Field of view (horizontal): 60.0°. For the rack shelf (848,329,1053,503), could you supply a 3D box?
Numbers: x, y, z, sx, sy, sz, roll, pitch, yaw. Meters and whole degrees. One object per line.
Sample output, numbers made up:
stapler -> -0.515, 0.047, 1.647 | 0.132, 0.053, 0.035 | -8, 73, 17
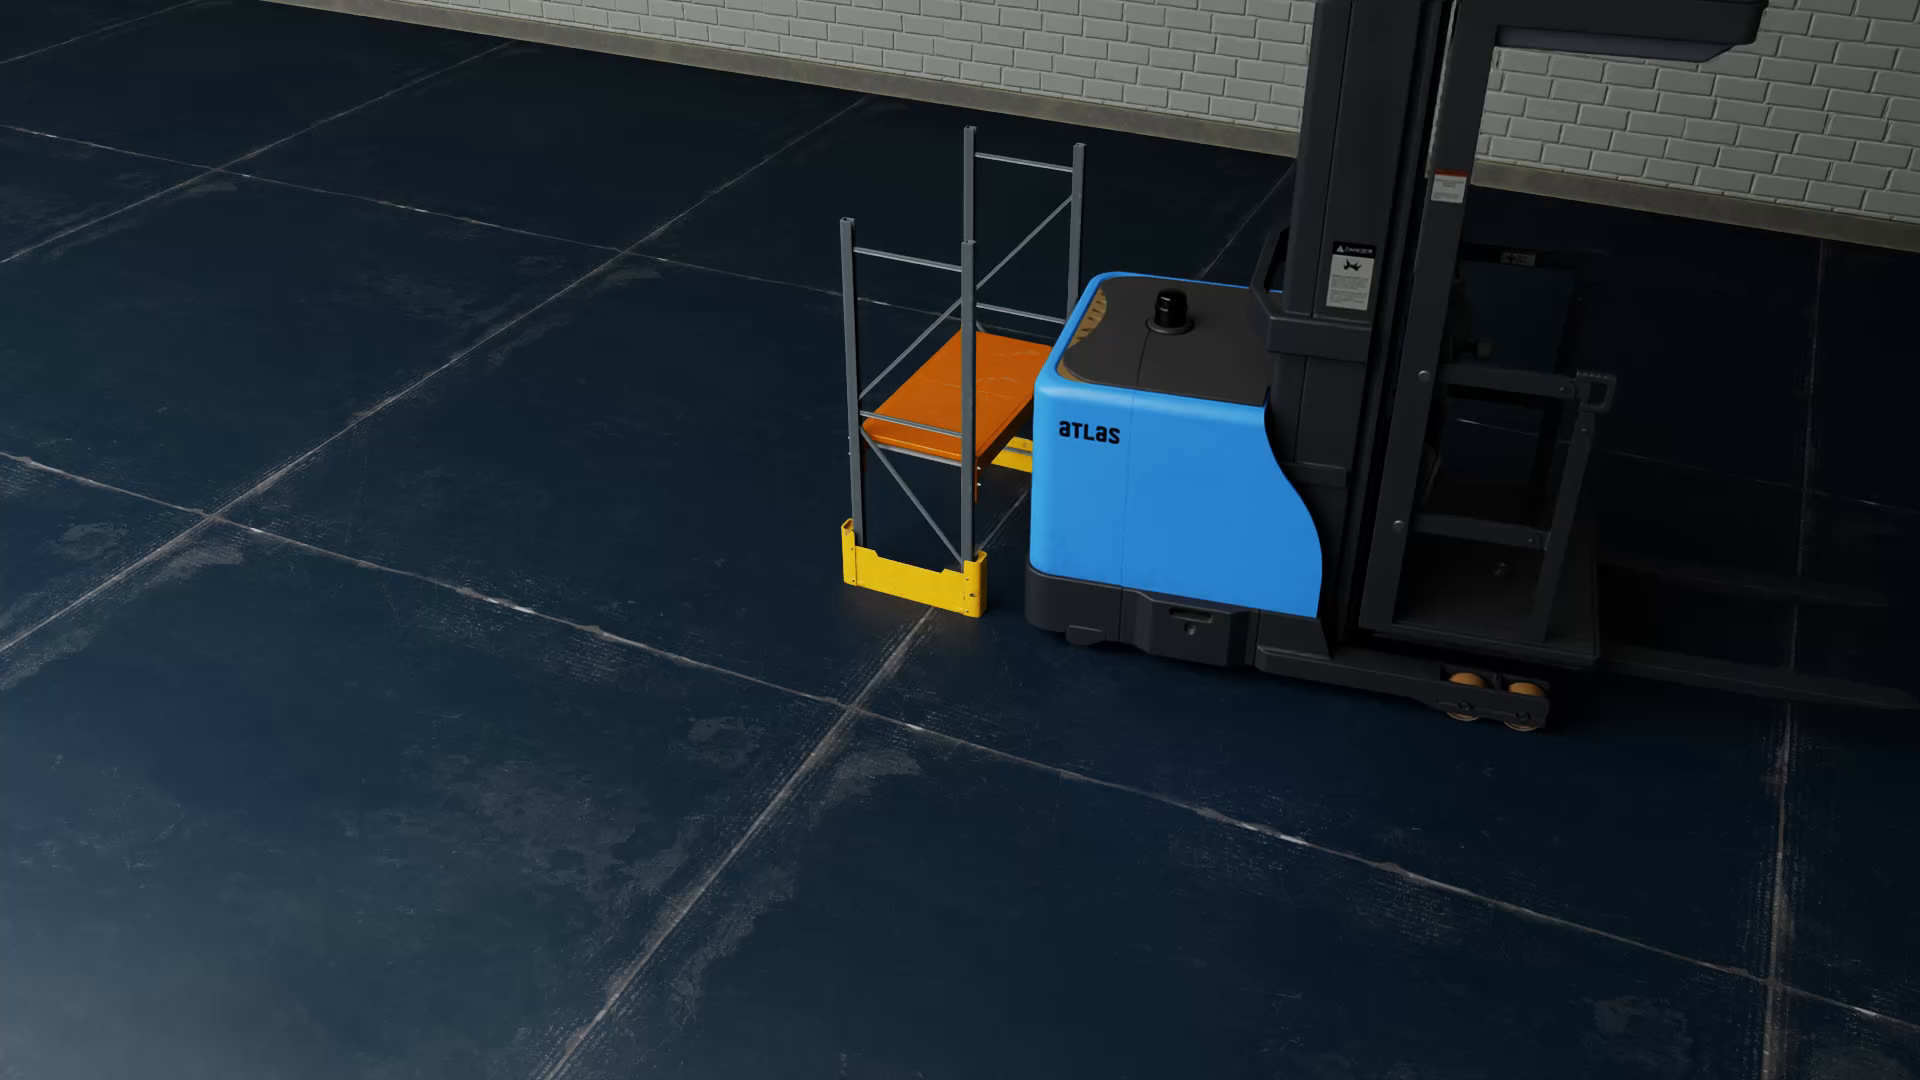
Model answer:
rack shelf -> 0.036, -0.519, 6.502 | 0.538, 0.185, 1.000 | 14, 36, 20

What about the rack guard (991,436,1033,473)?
rack guard -> 0.240, -0.391, 7.118 | 0.587, 0.250, 0.087 | 14, 36, 20

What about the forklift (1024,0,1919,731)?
forklift -> 1.815, -0.892, 5.438 | 3.031, 2.935, 1.130 | 9, 34, 14

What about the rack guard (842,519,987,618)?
rack guard -> -0.176, 0.106, 6.361 | 0.587, 0.250, 0.087 | 14, 36, 20

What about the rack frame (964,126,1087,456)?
rack frame -> 0.248, -0.923, 6.790 | 0.500, 1.500, 0.032 | 14, 36, 20

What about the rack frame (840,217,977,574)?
rack frame -> -0.177, -0.417, 6.017 | 0.500, 1.500, 0.032 | 14, 36, 20

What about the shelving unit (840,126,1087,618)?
shelving unit -> 0.032, -0.665, 6.397 | 0.587, 1.500, 1.083 | 14, 36, 20
